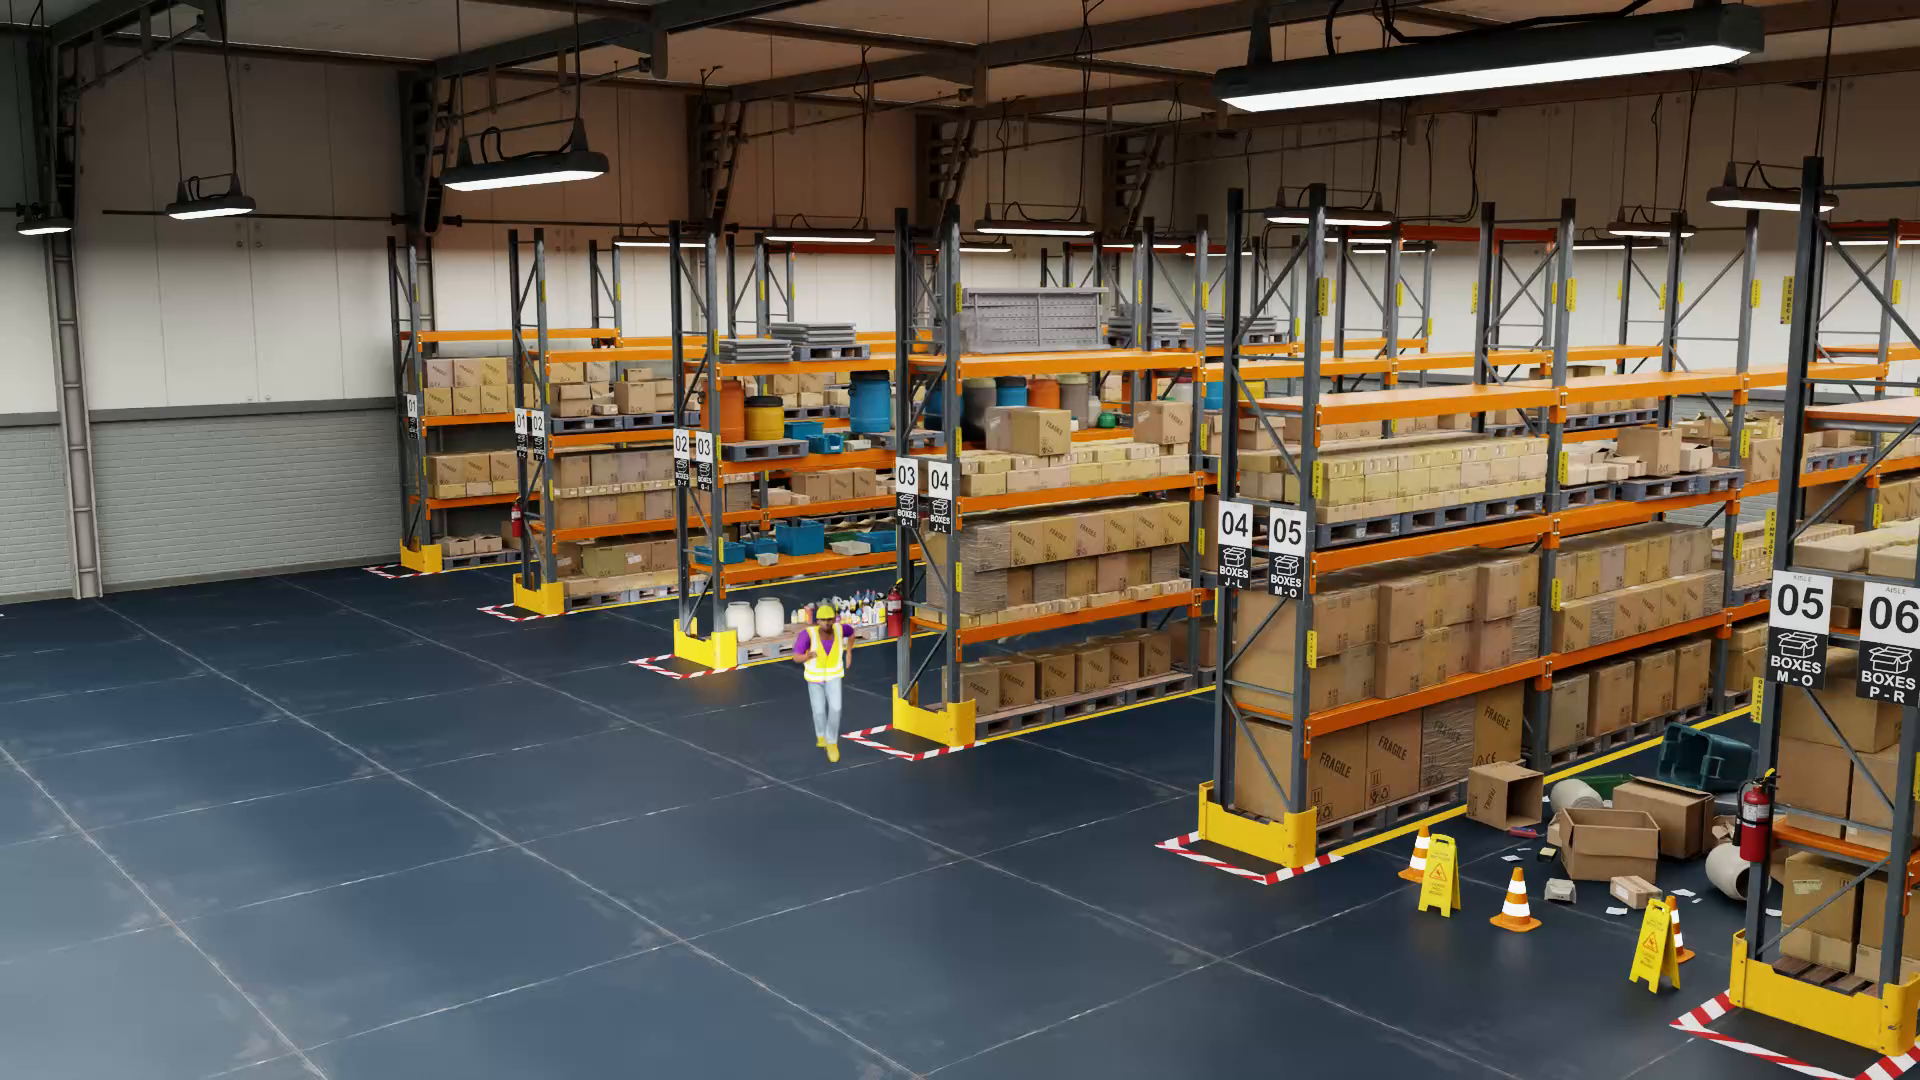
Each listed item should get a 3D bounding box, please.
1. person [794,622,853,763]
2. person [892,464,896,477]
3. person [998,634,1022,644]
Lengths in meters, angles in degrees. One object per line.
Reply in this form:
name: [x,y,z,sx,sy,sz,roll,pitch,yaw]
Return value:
person: [-1.497,1.627,18.287,0.660,1.522,0.732,-1,9,-6]
person: [-1.146,-0.963,34.185,0.855,1.833,0.608,-9,12,-44]
person: [0.631,0.613,22.659,0.428,1.602,0.526,7,11,37]
